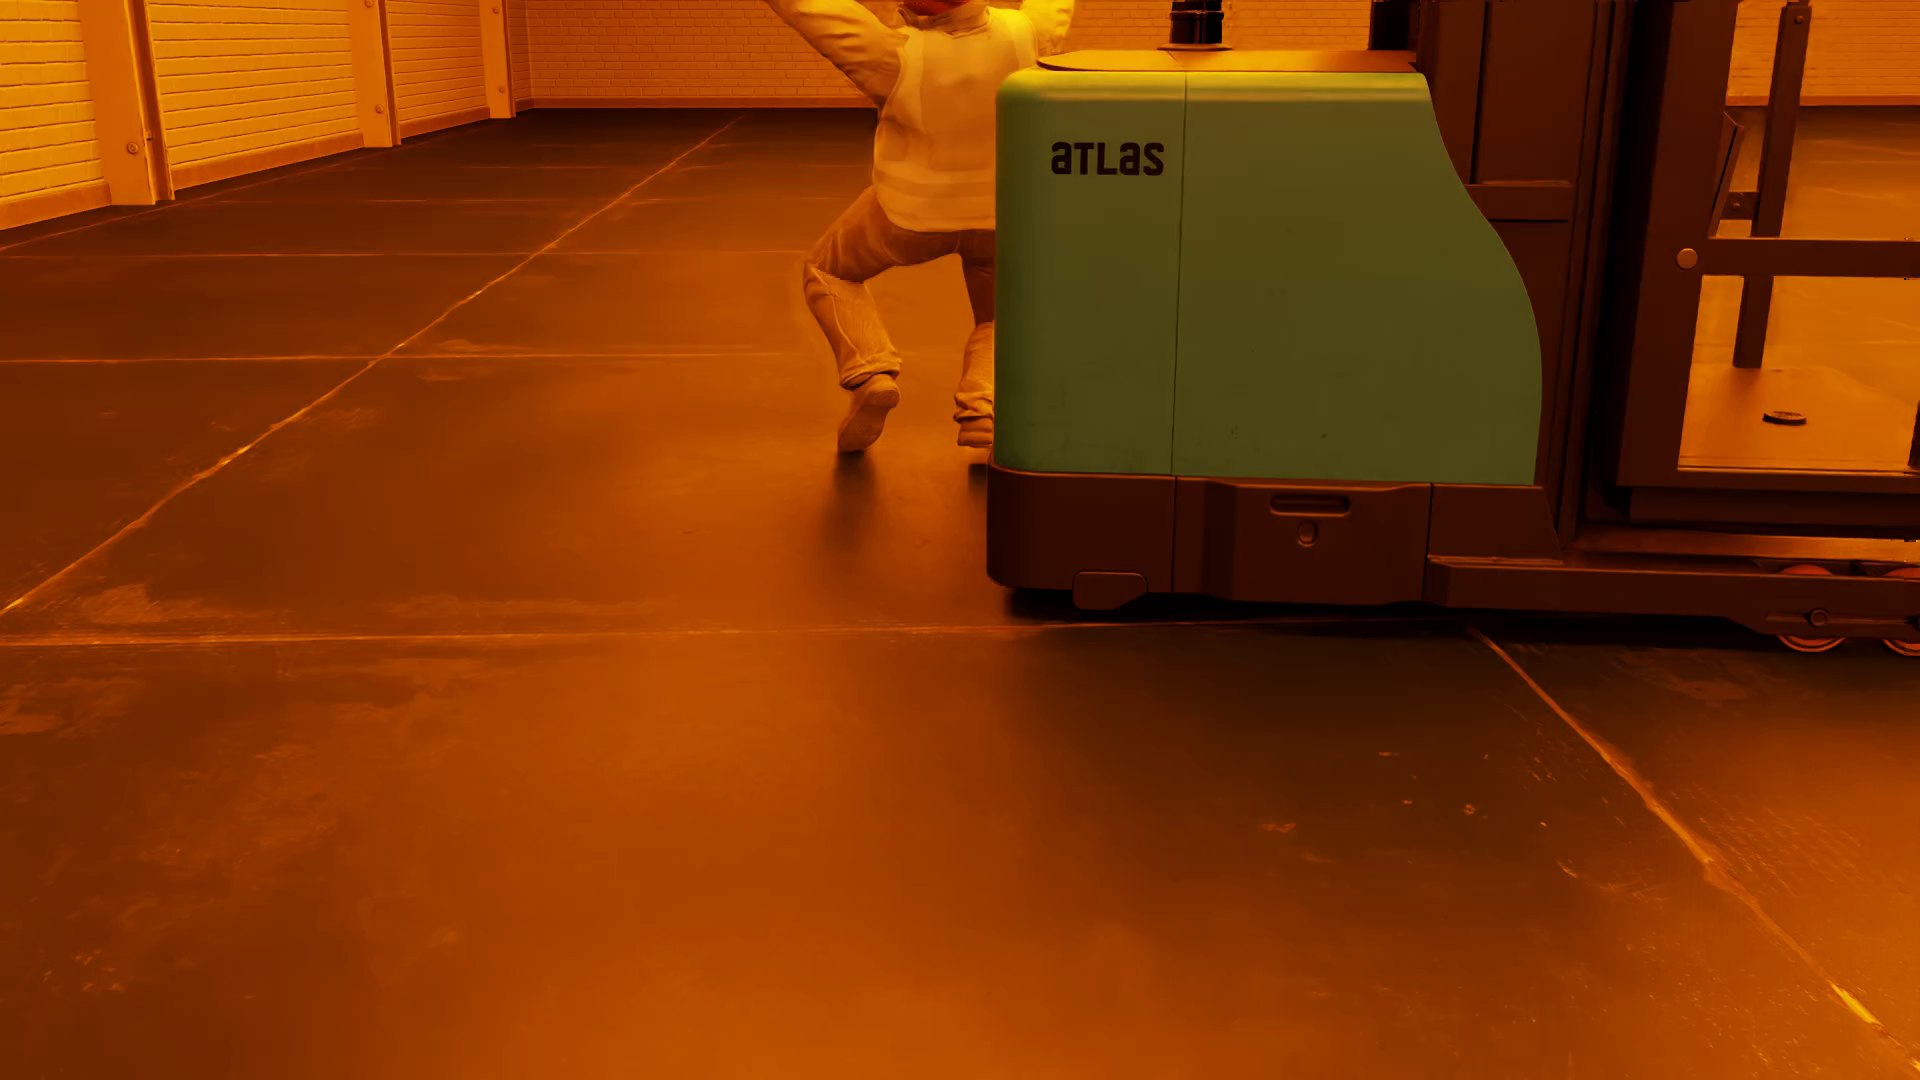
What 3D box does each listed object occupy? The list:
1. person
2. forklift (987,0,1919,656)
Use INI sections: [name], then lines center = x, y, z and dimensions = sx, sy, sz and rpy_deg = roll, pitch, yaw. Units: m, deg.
[person]
center = -0.191, -0.989, 4.424
dimensions = 1.008, 1.626, 0.818
rpy_deg = -2, 17, -8
[forklift]
center = 1.607, -1.343, 3.297
dimensions = 3.031, 2.935, 1.130
rpy_deg = 2, 17, 6
